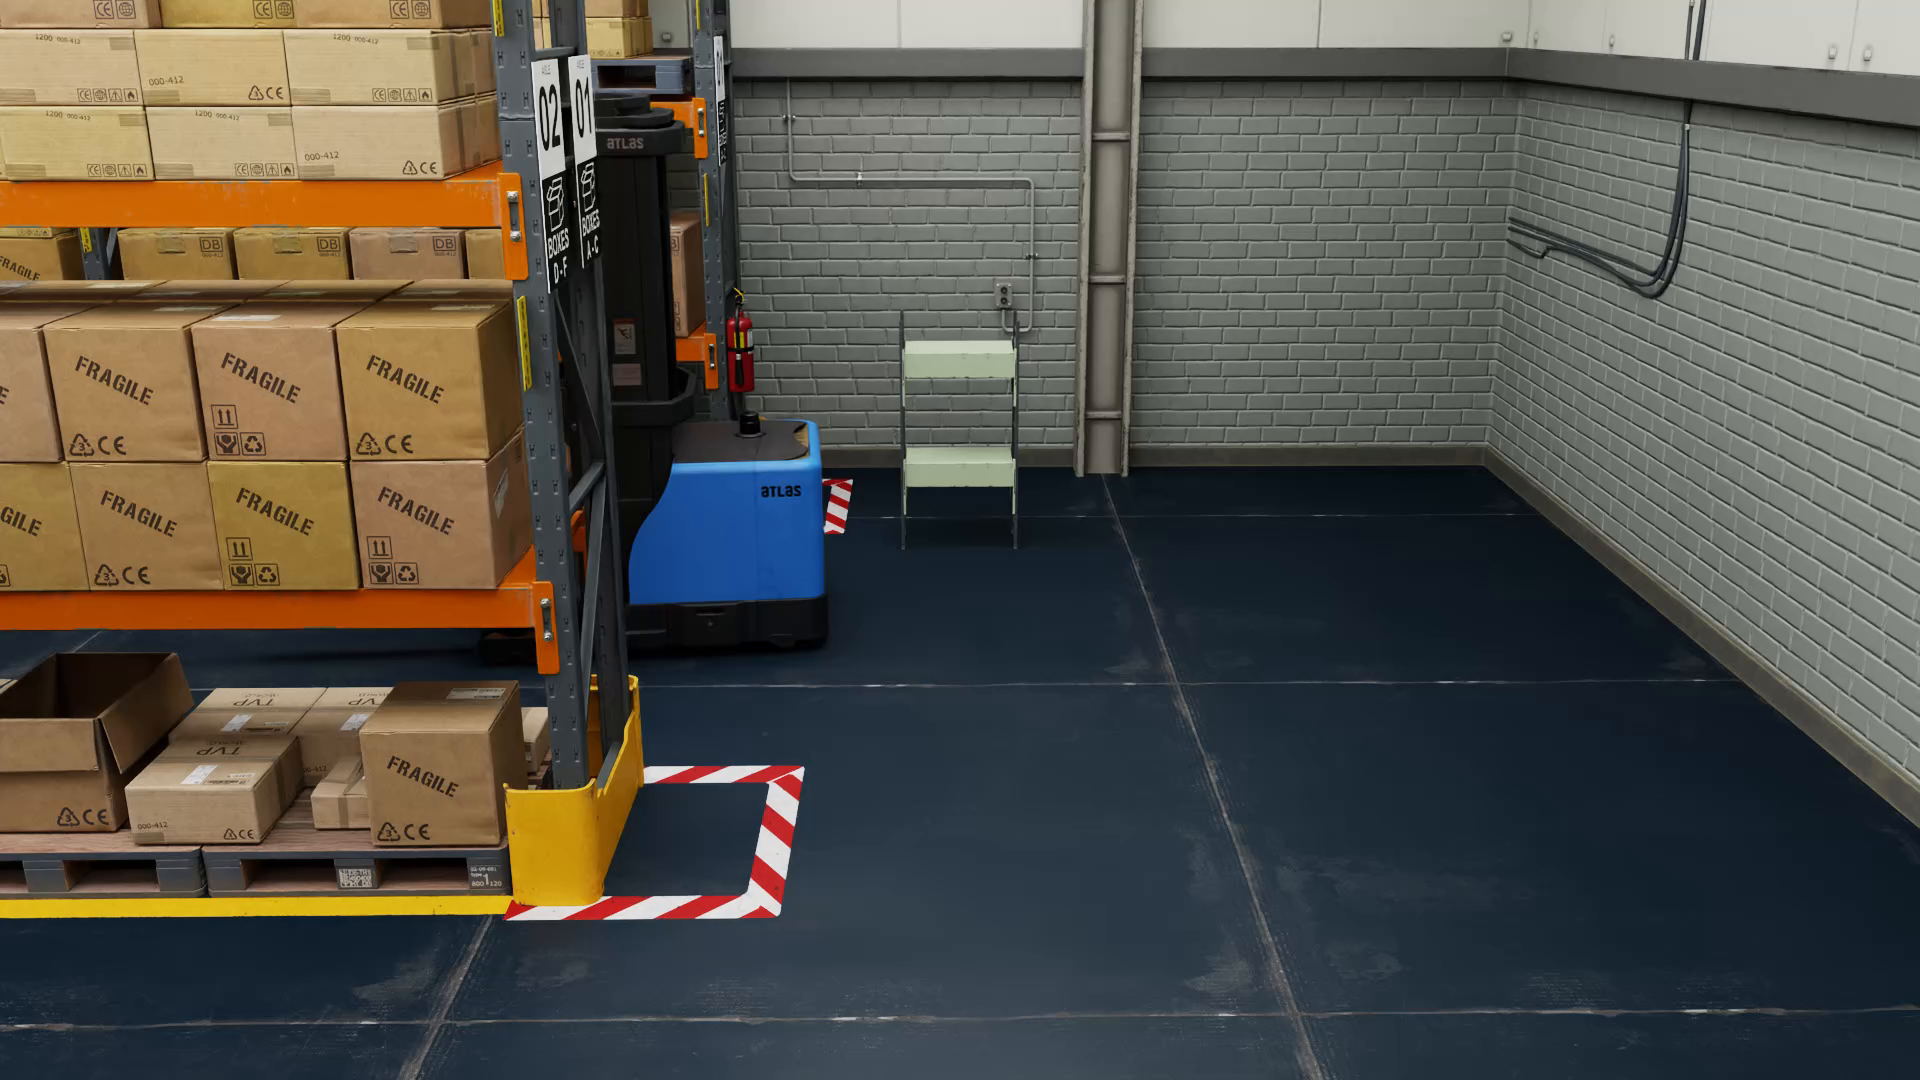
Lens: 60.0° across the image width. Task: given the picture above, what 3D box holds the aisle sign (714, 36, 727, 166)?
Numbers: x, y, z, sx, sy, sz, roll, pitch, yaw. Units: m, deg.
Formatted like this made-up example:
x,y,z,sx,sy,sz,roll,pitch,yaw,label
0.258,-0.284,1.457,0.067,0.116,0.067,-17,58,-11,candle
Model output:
x,y,z,sx,sy,sz,roll,pitch,yaw,label
-1.537,-2.824,10.684,0.004,0.787,0.394,0,18,-1,aisle sign

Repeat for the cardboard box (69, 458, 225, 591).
x,y,z,sx,sy,sz,roll,pitch,yaw,label
-2.993,-0.123,6.355,0.500,0.500,0.500,0,18,0,cardboard box

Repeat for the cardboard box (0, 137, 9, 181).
x,y,z,sx,sy,sz,roll,pitch,yaw,label
-3.541,-1.435,5.947,0.500,0.250,0.500,0,18,-1,cardboard box

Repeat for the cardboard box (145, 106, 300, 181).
x,y,z,sx,sy,sz,roll,pitch,yaw,label
-2.541,-1.439,5.959,0.500,0.250,0.500,0,18,-1,cardboard box

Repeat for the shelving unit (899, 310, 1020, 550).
x,y,z,sx,sy,sz,roll,pitch,yaw,label
-0.007,-0.714,10.818,0.755,1.500,0.431,0,18,-1,shelving unit

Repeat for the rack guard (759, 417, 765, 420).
x,y,z,sx,sy,sz,roll,pitch,yaw,label
-1.590,-0.487,11.748,0.348,0.500,1.175,0,18,-1,rack guard

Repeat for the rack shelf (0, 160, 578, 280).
x,y,z,sx,sy,sz,roll,pitch,yaw,label
-3.531,-1.241,6.271,4.000,0.370,1.077,0,18,-1,rack shelf

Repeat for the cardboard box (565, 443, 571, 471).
x,y,z,sx,sy,sz,roll,pitch,yaw,label
-2.812,-0.651,11.570,0.500,0.500,0.700,0,18,-1,cardboard box

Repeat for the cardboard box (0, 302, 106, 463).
x,y,z,sx,sy,sz,roll,pitch,yaw,label
-3.509,-0.593,6.185,0.500,0.500,0.500,0,18,1,cardboard box

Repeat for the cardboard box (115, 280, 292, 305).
x,y,z,sx,sy,sz,roll,pitch,yaw,label
-3.002,-0.761,6.708,0.500,0.500,0.500,0,18,0,cardboard box

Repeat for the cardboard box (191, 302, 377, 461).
x,y,z,sx,sy,sz,roll,pitch,yaw,label
-2.477,-0.599,6.205,0.500,0.500,0.500,0,18,1,cardboard box

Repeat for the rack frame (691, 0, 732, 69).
x,y,z,sx,sy,sz,roll,pitch,yaw,label
-1.614,-4.534,10.450,0.127,3.000,1.000,0,18,-1,rack frame

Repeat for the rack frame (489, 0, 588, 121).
x,y,z,sx,sy,sz,roll,pitch,yaw,label
-1.532,-3.021,5.733,0.127,3.000,1.000,0,18,-1,rack frame

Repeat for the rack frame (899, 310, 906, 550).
x,y,z,sx,sy,sz,roll,pitch,yaw,label
-0.373,-0.712,10.813,0.023,1.500,0.400,0,18,-1,rack frame

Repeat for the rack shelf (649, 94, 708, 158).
x,y,z,sx,sy,sz,roll,pitch,yaw,label
-3.613,-2.754,10.988,4.000,0.370,1.077,0,18,-1,rack shelf

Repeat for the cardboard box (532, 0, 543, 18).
x,y,z,sx,sy,sz,roll,pitch,yaw,label
-2.842,-3.553,10.469,0.500,0.500,0.500,0,18,1,cardboard box

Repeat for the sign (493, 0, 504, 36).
x,y,z,sx,sy,sz,roll,pitch,yaw,label
-1.543,-1.845,5.528,0.005,0.325,0.100,0,18,-1,sign

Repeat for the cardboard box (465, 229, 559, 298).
x,y,z,sx,sy,sz,roll,pitch,yaw,label
-2.851,-1.808,11.282,0.700,0.700,0.980,0,18,-1,cardboard box

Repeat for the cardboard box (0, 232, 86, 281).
x,y,z,sx,sy,sz,roll,pitch,yaw,label
-6.071,-1.778,10.995,0.500,0.500,0.500,-1,18,-2,cardboard box

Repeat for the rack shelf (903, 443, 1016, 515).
x,y,z,sx,sy,sz,roll,pitch,yaw,label
-0.007,-0.404,10.918,0.720,0.370,0.431,0,18,-1,rack shelf

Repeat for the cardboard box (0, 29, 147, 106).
x,y,z,sx,sy,sz,roll,pitch,yaw,label
-3.041,-1.675,5.876,0.500,0.250,0.500,0,18,-1,cardboard box

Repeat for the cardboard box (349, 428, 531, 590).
x,y,z,sx,sy,sz,roll,pitch,yaw,label
-1.975,-0.127,6.369,0.500,0.500,0.500,0,18,1,cardboard box

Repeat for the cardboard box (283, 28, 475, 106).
x,y,z,sx,sy,sz,roll,pitch,yaw,label
-2.041,-1.679,5.888,0.500,0.250,0.500,0,18,-1,cardboard box

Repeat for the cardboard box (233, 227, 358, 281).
x,y,z,sx,sy,sz,roll,pitch,yaw,label
-4.341,-1.800,11.258,0.700,0.700,0.980,-1,18,-2,cardboard box

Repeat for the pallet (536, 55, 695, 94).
x,y,z,sx,sy,sz,roll,pitch,yaw,label
-2.355,-3.057,10.900,1.213,0.211,1.003,0,18,-1,pallet

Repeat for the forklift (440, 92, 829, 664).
x,y,z,sx,sy,sz,roll,pitch,yaw,label
-2.279,-0.895,9.040,3.031,2.935,1.130,-2,18,-6,forklift

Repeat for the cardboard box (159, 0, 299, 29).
x,y,z,sx,sy,sz,roll,pitch,yaw,label
-2.546,-2.133,6.073,0.500,0.500,0.700,0,18,-1,cardboard box

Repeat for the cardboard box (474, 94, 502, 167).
x,y,z,sx,sy,sz,roll,pitch,yaw,label
-2.049,-1.597,6.449,0.500,0.250,0.500,0,18,-1,cardboard box

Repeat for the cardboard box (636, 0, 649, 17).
x,y,z,sx,sy,sz,roll,pitch,yaw,label
-2.347,-3.709,10.956,0.500,0.500,0.500,-1,18,-3,cardboard box

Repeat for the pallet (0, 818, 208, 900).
x,y,z,sx,sy,sz,roll,pitch,yaw,label
-3.622,1.173,7.046,1.213,0.211,1.003,0,18,-1,pallet

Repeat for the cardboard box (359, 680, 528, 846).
x,y,z,sx,sy,sz,roll,pitch,yaw,label
-2.071,0.894,6.722,0.500,0.500,0.500,0,18,-1,cardboard box

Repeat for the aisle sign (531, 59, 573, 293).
x,y,z,sx,sy,sz,roll,pitch,yaw,label
-1.459,-1.309,5.962,0.004,0.787,0.394,0,18,-1,aisle sign

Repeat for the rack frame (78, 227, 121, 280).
x,y,z,sx,sy,sz,roll,pitch,yaw,label
-5.613,-1.658,11.306,0.127,3.000,1.000,0,18,-1,rack frame

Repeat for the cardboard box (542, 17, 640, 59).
x,y,z,sx,sy,sz,roll,pitch,yaw,label
-2.342,-3.197,10.588,0.500,0.250,0.500,0,18,1,cardboard box

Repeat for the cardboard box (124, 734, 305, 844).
x,y,z,sx,sy,sz,roll,pitch,yaw,label
-3.022,1.009,6.774,0.500,0.250,0.500,0,18,-1,cardboard box

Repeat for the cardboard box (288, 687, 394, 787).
x,y,z,sx,sy,sz,roll,pitch,yaw,label
-2.580,0.854,7.257,0.500,0.250,0.500,0,18,-1,cardboard box

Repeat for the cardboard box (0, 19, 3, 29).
x,y,z,sx,sy,sz,roll,pitch,yaw,label
-3.546,-2.124,6.045,0.500,0.500,0.700,0,18,-1,cardboard box

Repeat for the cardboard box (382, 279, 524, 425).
x,y,z,sx,sy,sz,roll,pitch,yaw,label
-1.980,-0.767,6.726,0.500,0.500,0.500,0,18,1,cardboard box

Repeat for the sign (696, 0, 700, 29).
x,y,z,sx,sy,sz,roll,pitch,yaw,label
-1.619,-3.324,10.268,0.005,0.325,0.100,0,18,-1,sign

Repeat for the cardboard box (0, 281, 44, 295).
x,y,z,sx,sy,sz,roll,pitch,yaw,label
-4.014,-0.756,6.693,0.500,0.500,0.500,0,18,0,cardboard box

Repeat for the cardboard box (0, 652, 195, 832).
x,y,z,sx,sy,sz,roll,pitch,yaw,label
-3.653,0.823,6.937,0.637,0.503,0.797,0,18,-1,cardboard box

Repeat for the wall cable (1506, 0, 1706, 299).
x,y,z,sx,sy,sz,roll,pitch,yaw,label
4.047,-2.974,10.669,0.112,2.526,3.097,0,18,-1,wall cable
